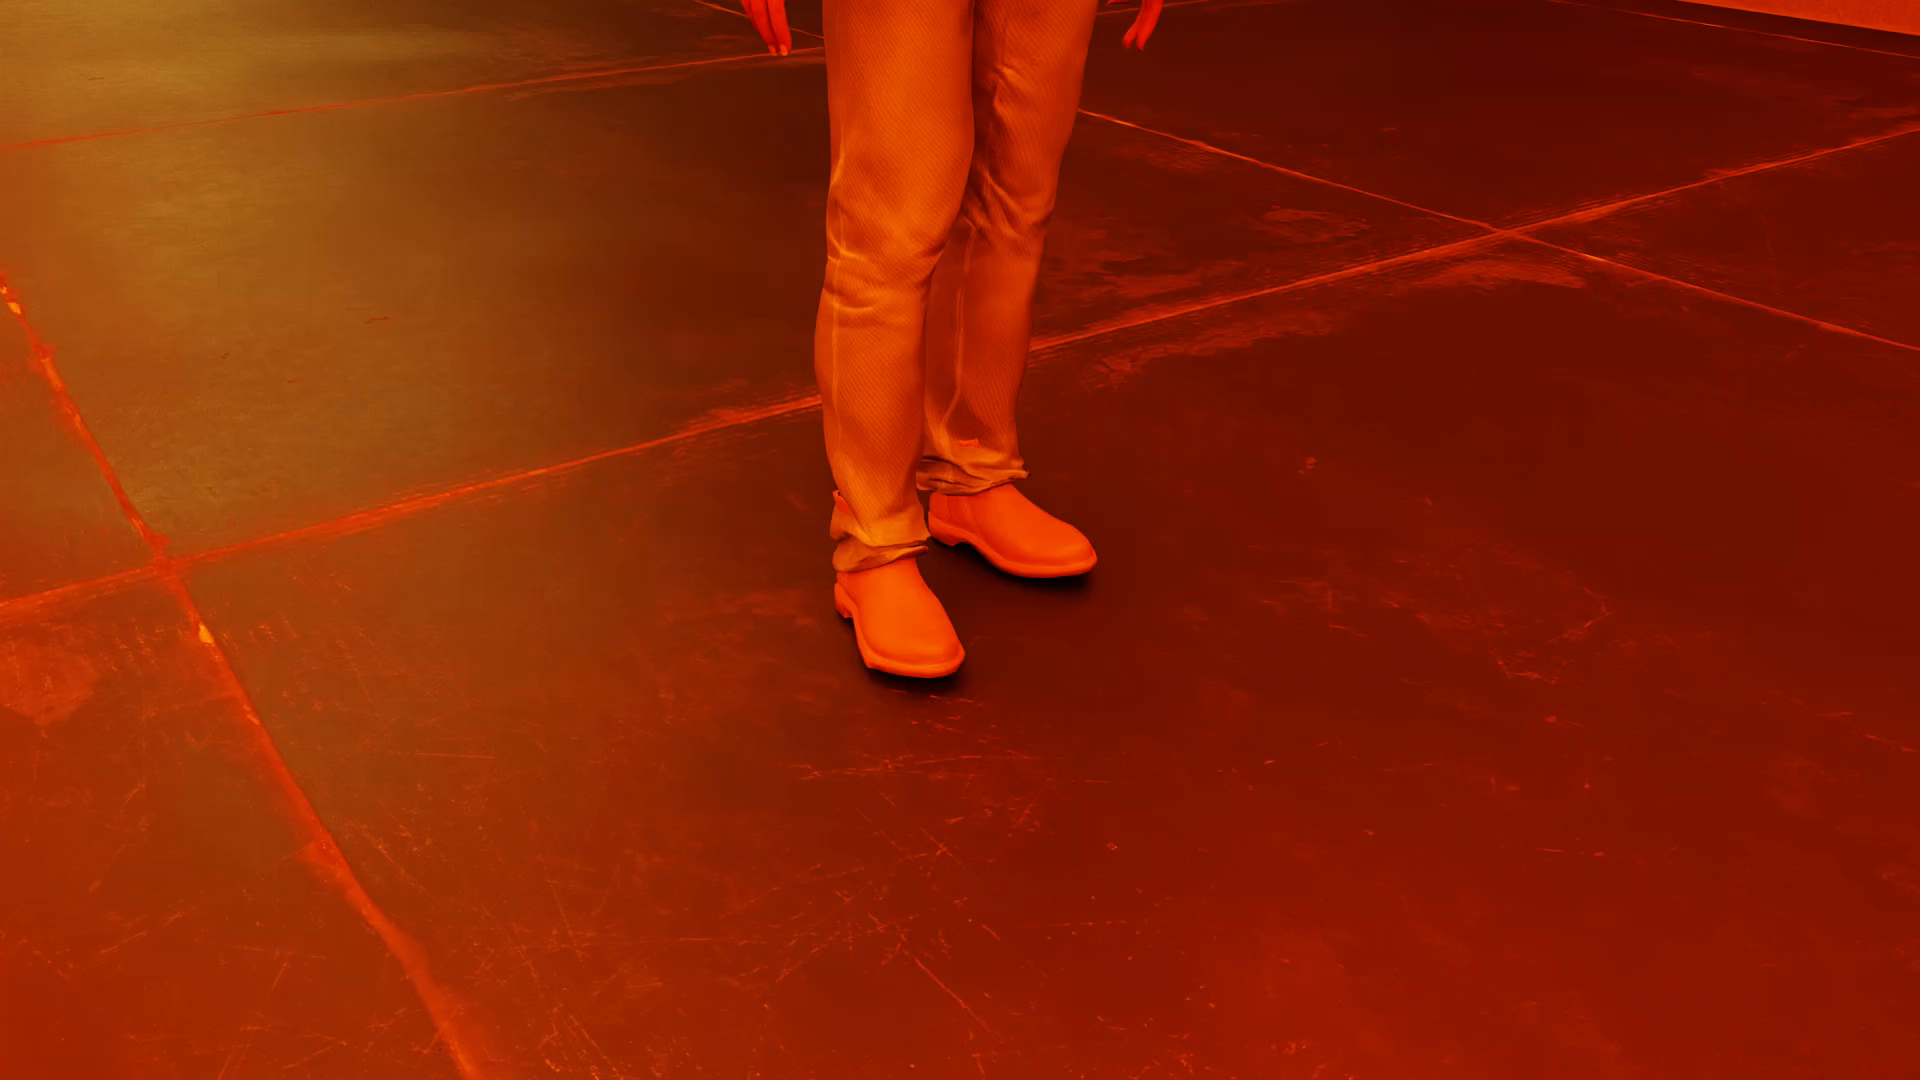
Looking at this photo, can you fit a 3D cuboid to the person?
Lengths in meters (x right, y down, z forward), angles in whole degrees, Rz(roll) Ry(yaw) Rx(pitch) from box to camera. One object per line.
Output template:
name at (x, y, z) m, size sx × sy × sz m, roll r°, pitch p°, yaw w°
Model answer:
person at (0.034, -0.769, 2.047) m, size 0.665 × 1.765 × 0.577 m, roll -17°, pitch 31°, yaw -31°
